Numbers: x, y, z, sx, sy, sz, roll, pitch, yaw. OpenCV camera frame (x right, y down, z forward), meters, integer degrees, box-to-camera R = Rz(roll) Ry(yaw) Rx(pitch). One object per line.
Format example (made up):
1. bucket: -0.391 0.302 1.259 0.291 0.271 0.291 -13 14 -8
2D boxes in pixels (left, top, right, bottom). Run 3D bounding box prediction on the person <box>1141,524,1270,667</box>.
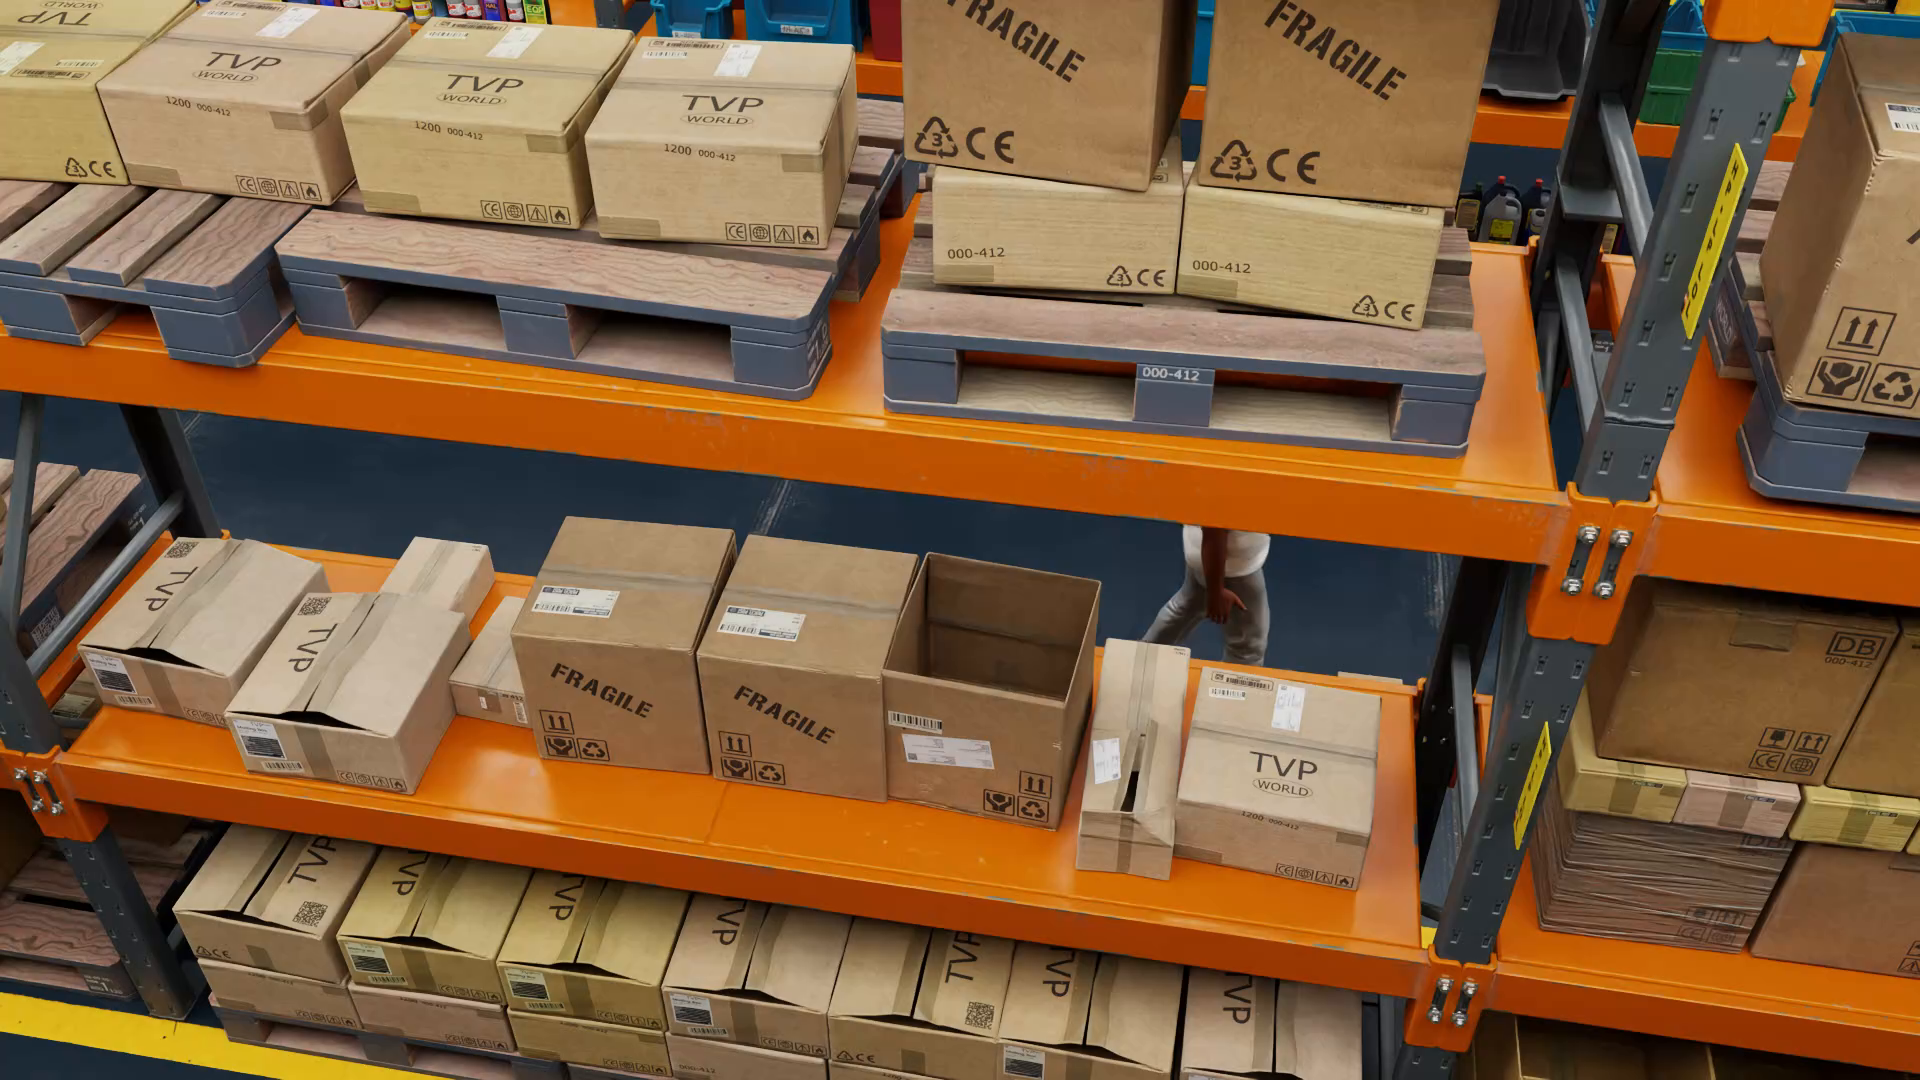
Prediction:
1. person: 1.042 0.024 6.110 0.753 1.764 0.571 5 41 5
